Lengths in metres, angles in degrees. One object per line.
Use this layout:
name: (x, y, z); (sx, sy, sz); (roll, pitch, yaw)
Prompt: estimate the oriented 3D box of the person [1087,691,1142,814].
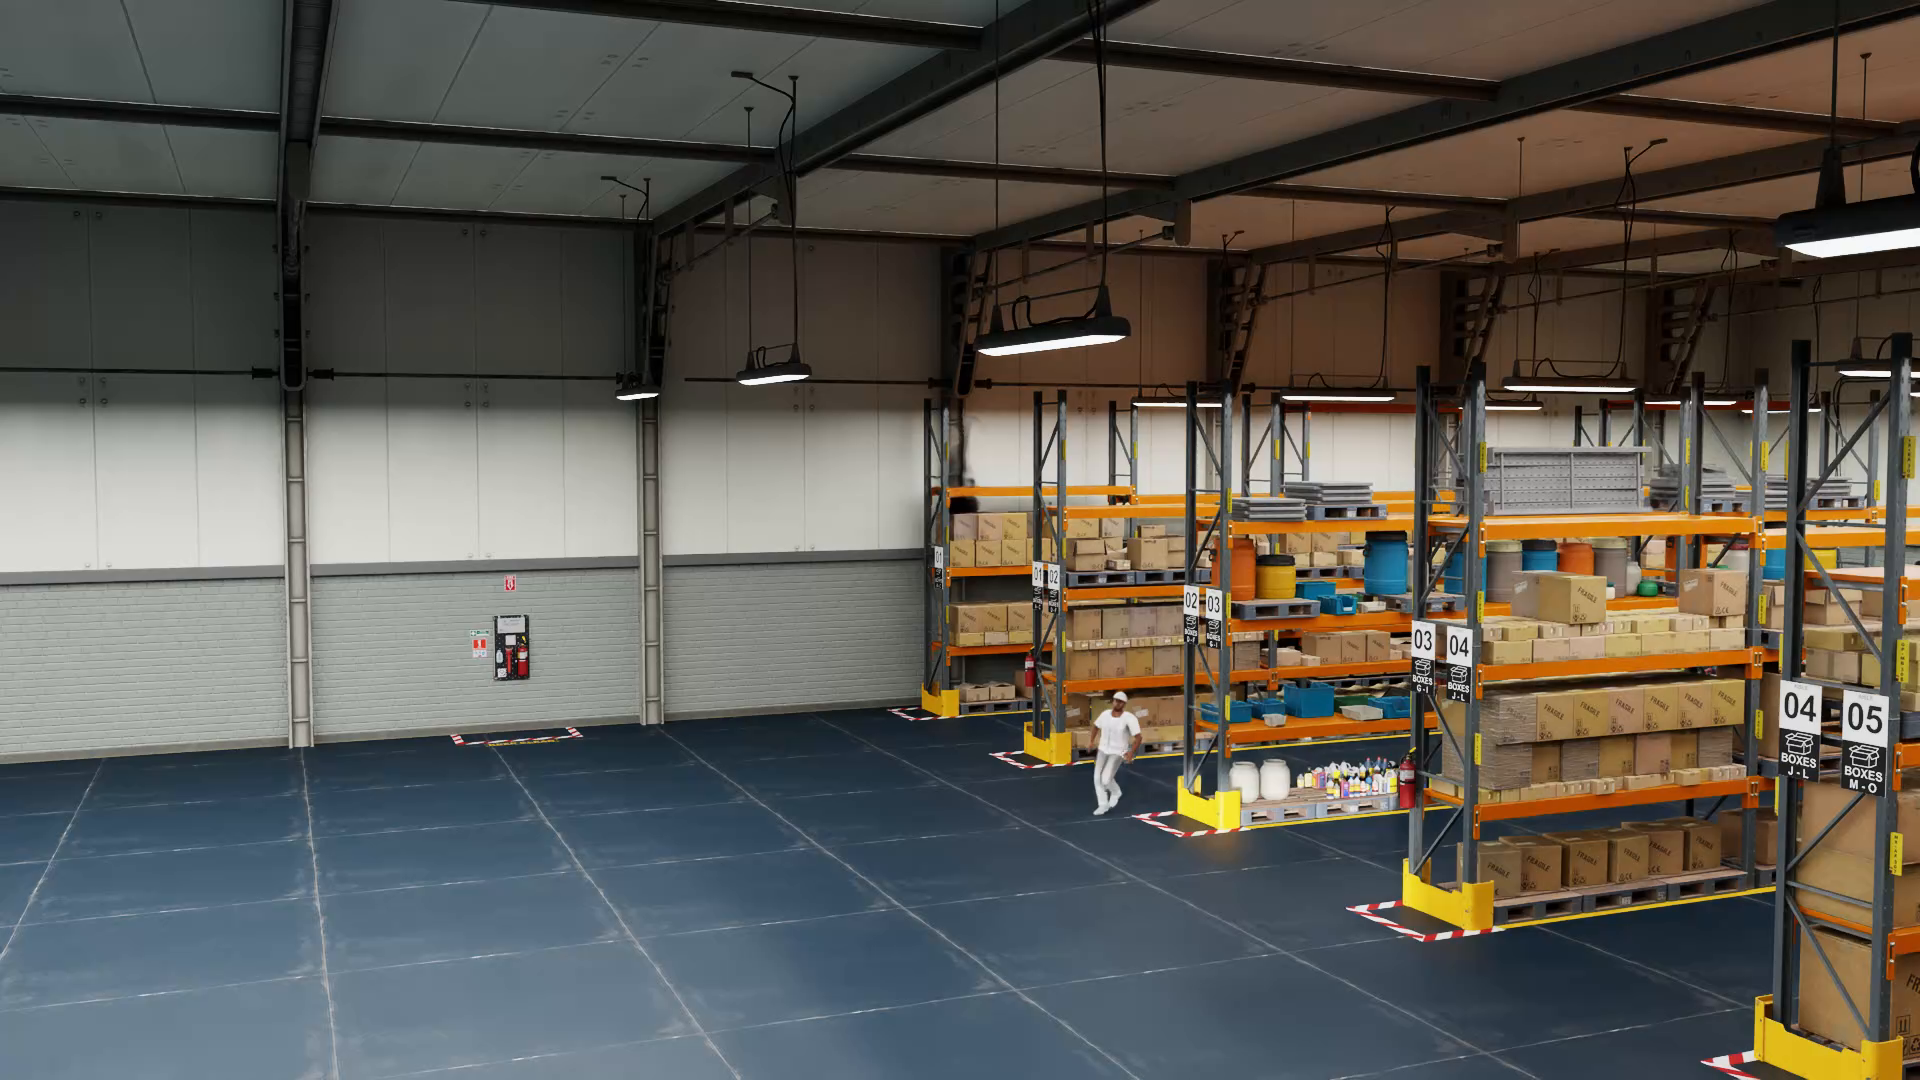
person: (2.104, 2.957, 23.103); (0.759, 1.710, 0.516); (3, 4, 37)
